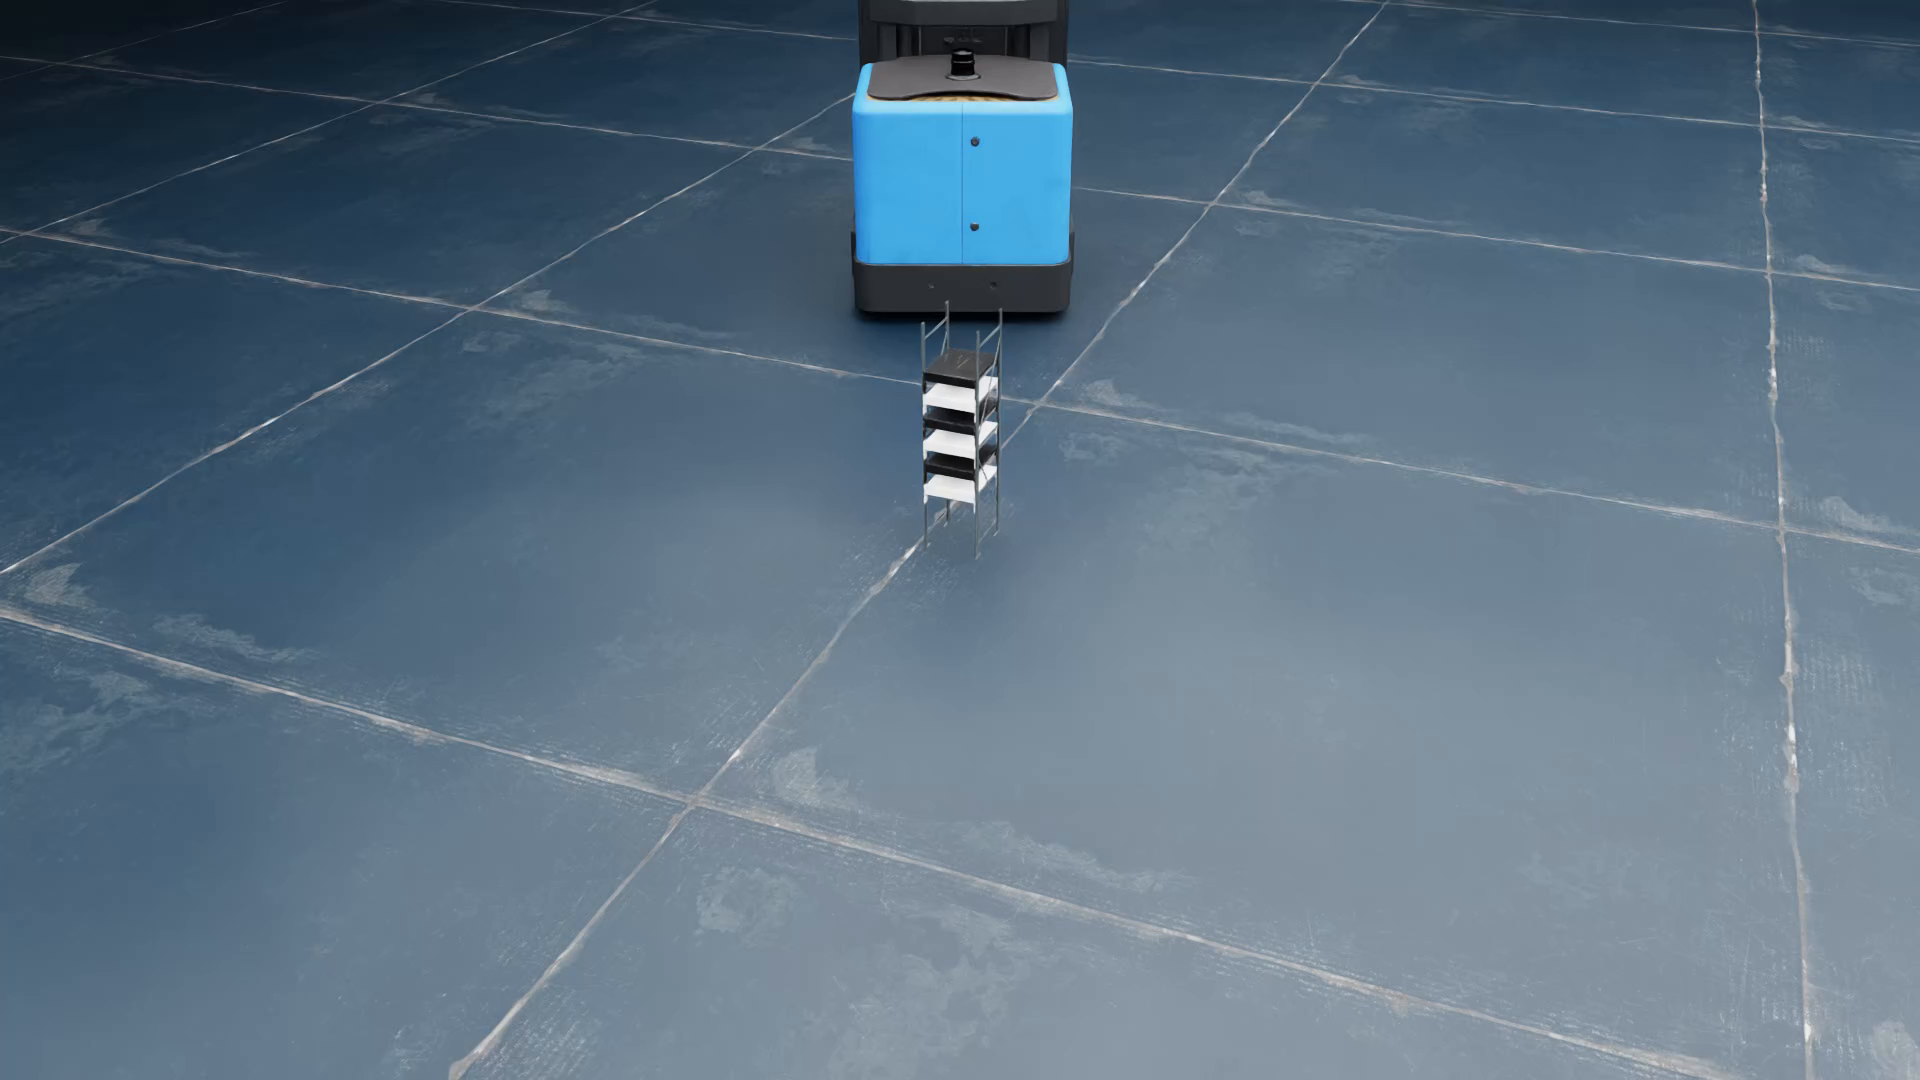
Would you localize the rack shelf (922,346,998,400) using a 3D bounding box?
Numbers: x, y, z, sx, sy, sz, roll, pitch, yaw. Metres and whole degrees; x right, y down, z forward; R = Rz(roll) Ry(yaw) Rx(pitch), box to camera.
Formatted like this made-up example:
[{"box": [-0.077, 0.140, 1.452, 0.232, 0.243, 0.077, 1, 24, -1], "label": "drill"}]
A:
[{"box": [0.008, -0.596, 5.909, 0.200, 0.077, 0.258, 11, 31, 19], "label": "rack shelf"}]

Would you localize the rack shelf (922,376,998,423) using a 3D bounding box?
[{"box": [0.008, -0.518, 5.954, 0.200, 0.077, 0.258, 11, 31, 19], "label": "rack shelf"}]

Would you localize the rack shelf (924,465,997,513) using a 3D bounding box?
[{"box": [0.008, -0.205, 6.131, 0.200, 0.077, 0.258, 11, 31, 19], "label": "rack shelf"}]

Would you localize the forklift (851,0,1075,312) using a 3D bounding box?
[{"box": [0.019, -3.062, 8.689, 1.130, 2.935, 3.031, 0, 29, 0], "label": "forklift"}]

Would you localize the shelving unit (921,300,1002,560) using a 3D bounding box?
[{"box": [0.008, -0.390, 6.026, 0.210, 0.900, 0.258, 11, 31, 19], "label": "shelving unit"}]

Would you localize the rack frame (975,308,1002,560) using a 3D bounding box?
[{"box": [0.102, -0.371, 5.993, 0.006, 0.900, 0.240, 11, 31, 19], "label": "rack frame"}]

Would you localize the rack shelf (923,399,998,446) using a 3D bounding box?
[{"box": [0.008, -0.440, 5.998, 0.200, 0.077, 0.258, 11, 31, 19], "label": "rack shelf"}]

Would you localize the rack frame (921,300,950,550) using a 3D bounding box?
[{"box": [-0.087, -0.409, 6.059, 0.006, 0.900, 0.240, 11, 31, 19], "label": "rack frame"}]

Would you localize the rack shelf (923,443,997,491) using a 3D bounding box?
[{"box": [0.008, -0.283, 6.087, 0.200, 0.077, 0.258, 11, 31, 19], "label": "rack shelf"}]

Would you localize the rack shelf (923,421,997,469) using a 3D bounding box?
[{"box": [0.008, -0.361, 6.042, 0.200, 0.077, 0.258, 11, 31, 19], "label": "rack shelf"}]
